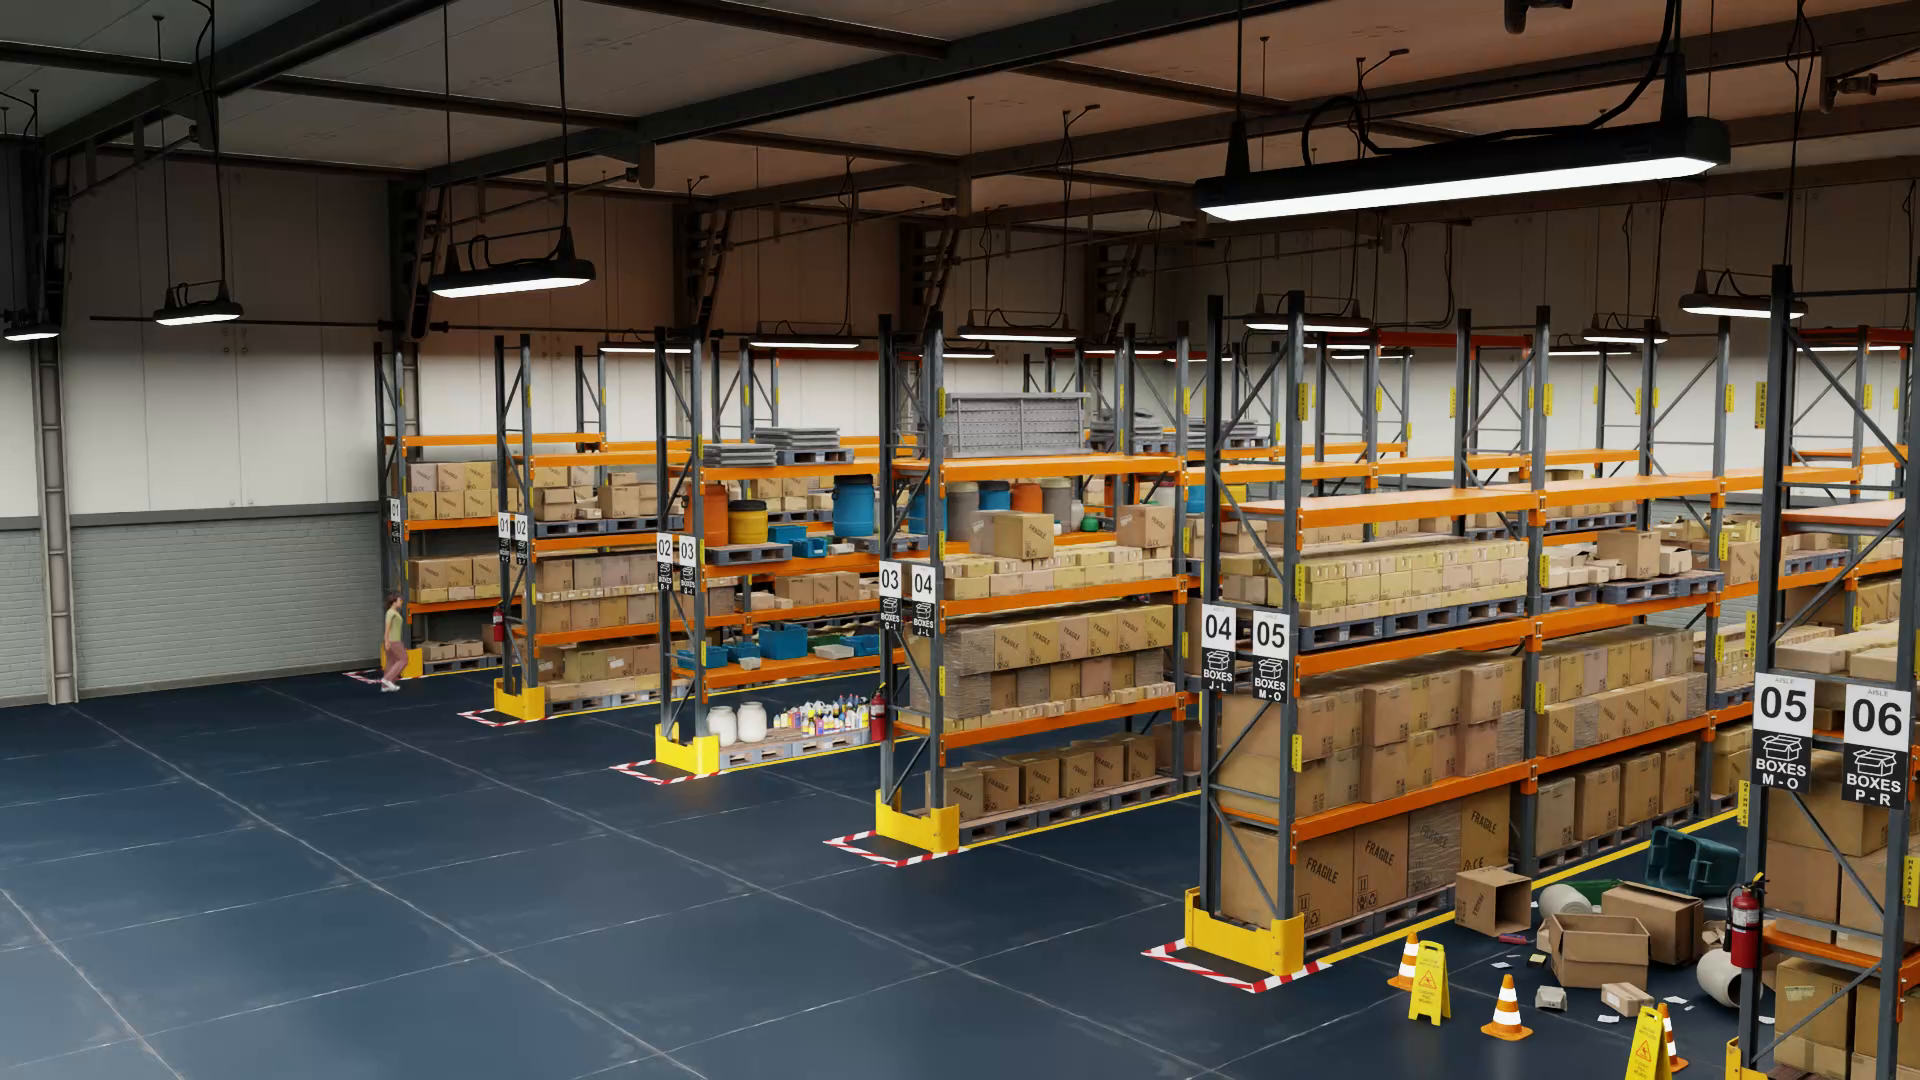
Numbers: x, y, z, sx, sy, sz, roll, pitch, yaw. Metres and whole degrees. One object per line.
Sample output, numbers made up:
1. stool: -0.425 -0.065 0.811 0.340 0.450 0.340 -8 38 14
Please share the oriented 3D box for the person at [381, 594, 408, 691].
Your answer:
1. person: -9.684 1.745 28.377 0.458 1.658 0.505 -3 6 -28
